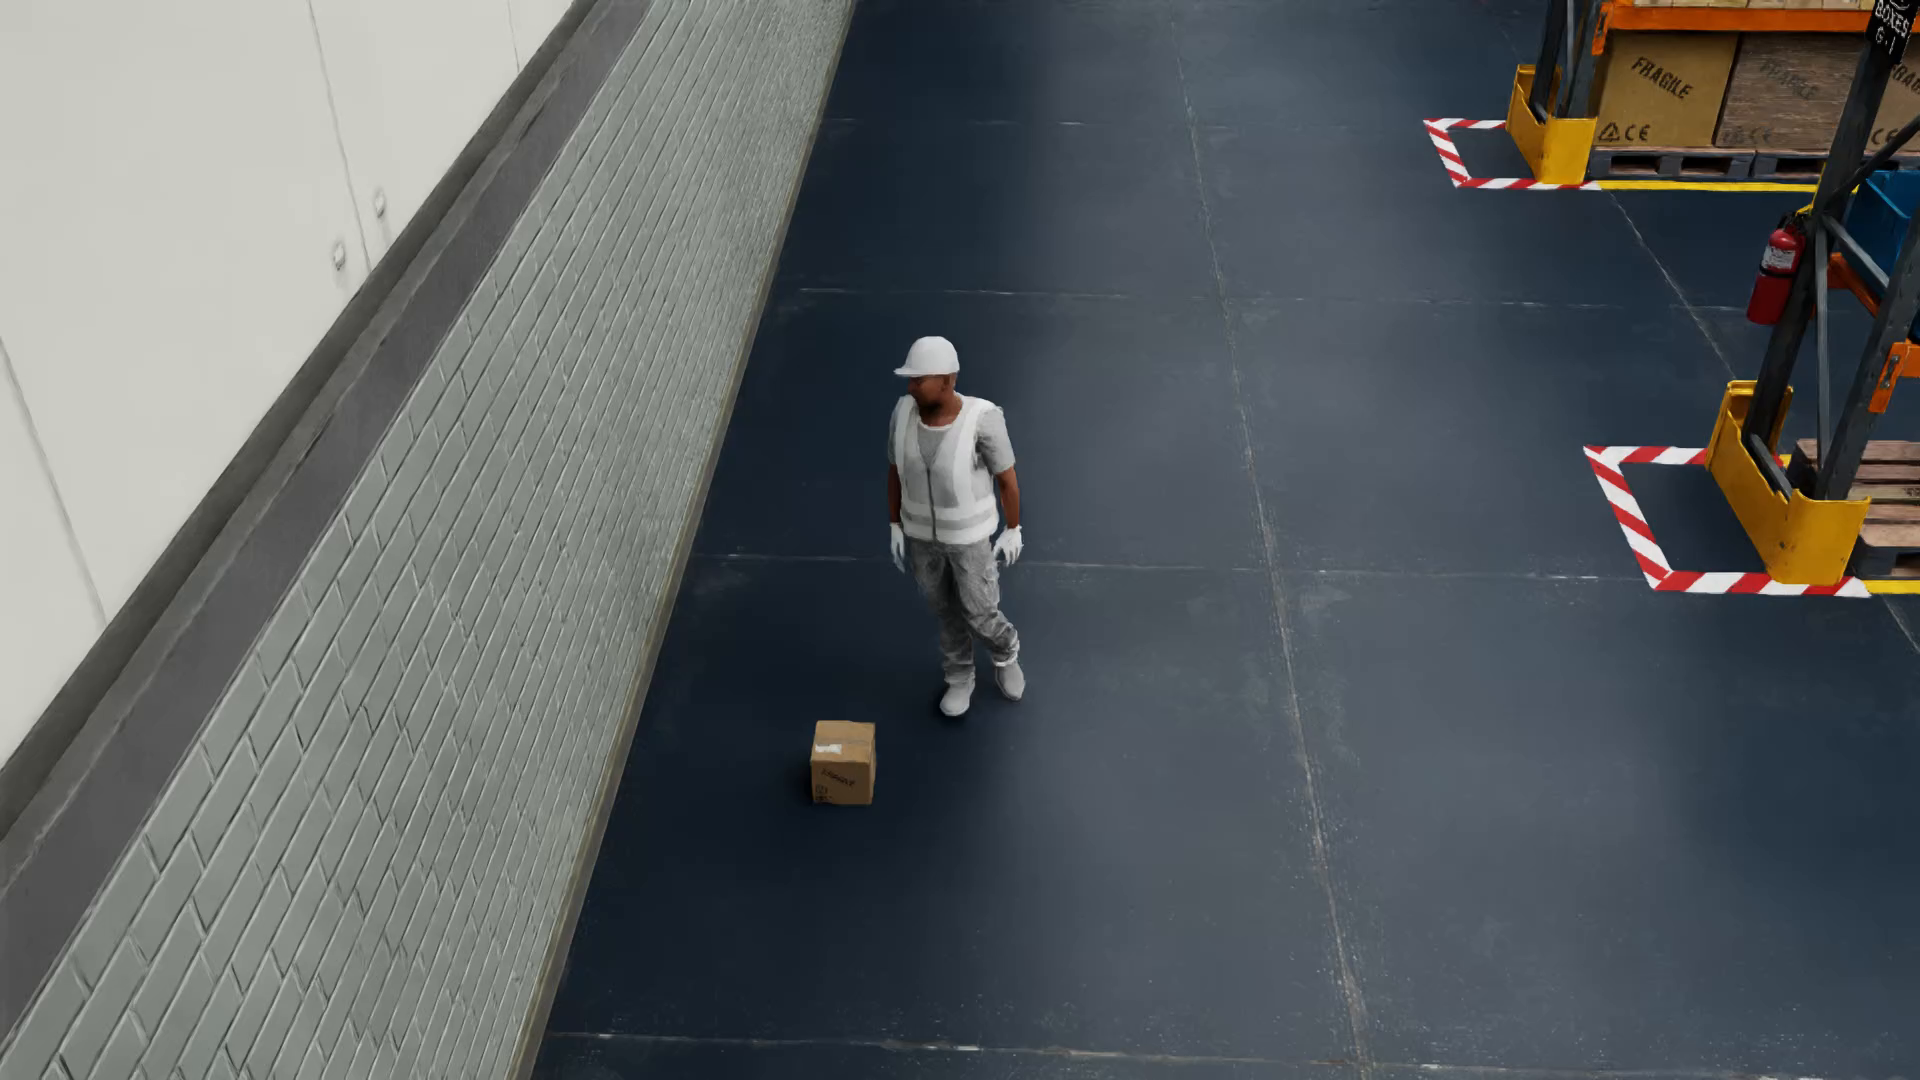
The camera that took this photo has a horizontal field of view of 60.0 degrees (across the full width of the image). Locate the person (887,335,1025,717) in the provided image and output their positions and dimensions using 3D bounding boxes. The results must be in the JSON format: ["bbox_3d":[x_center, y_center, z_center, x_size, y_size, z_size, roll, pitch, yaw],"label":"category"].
[{"bbox_3d":[-0.029,-0.039,7.150,0.625,1.776,0.456,14,38,19],"label":"person"}]
